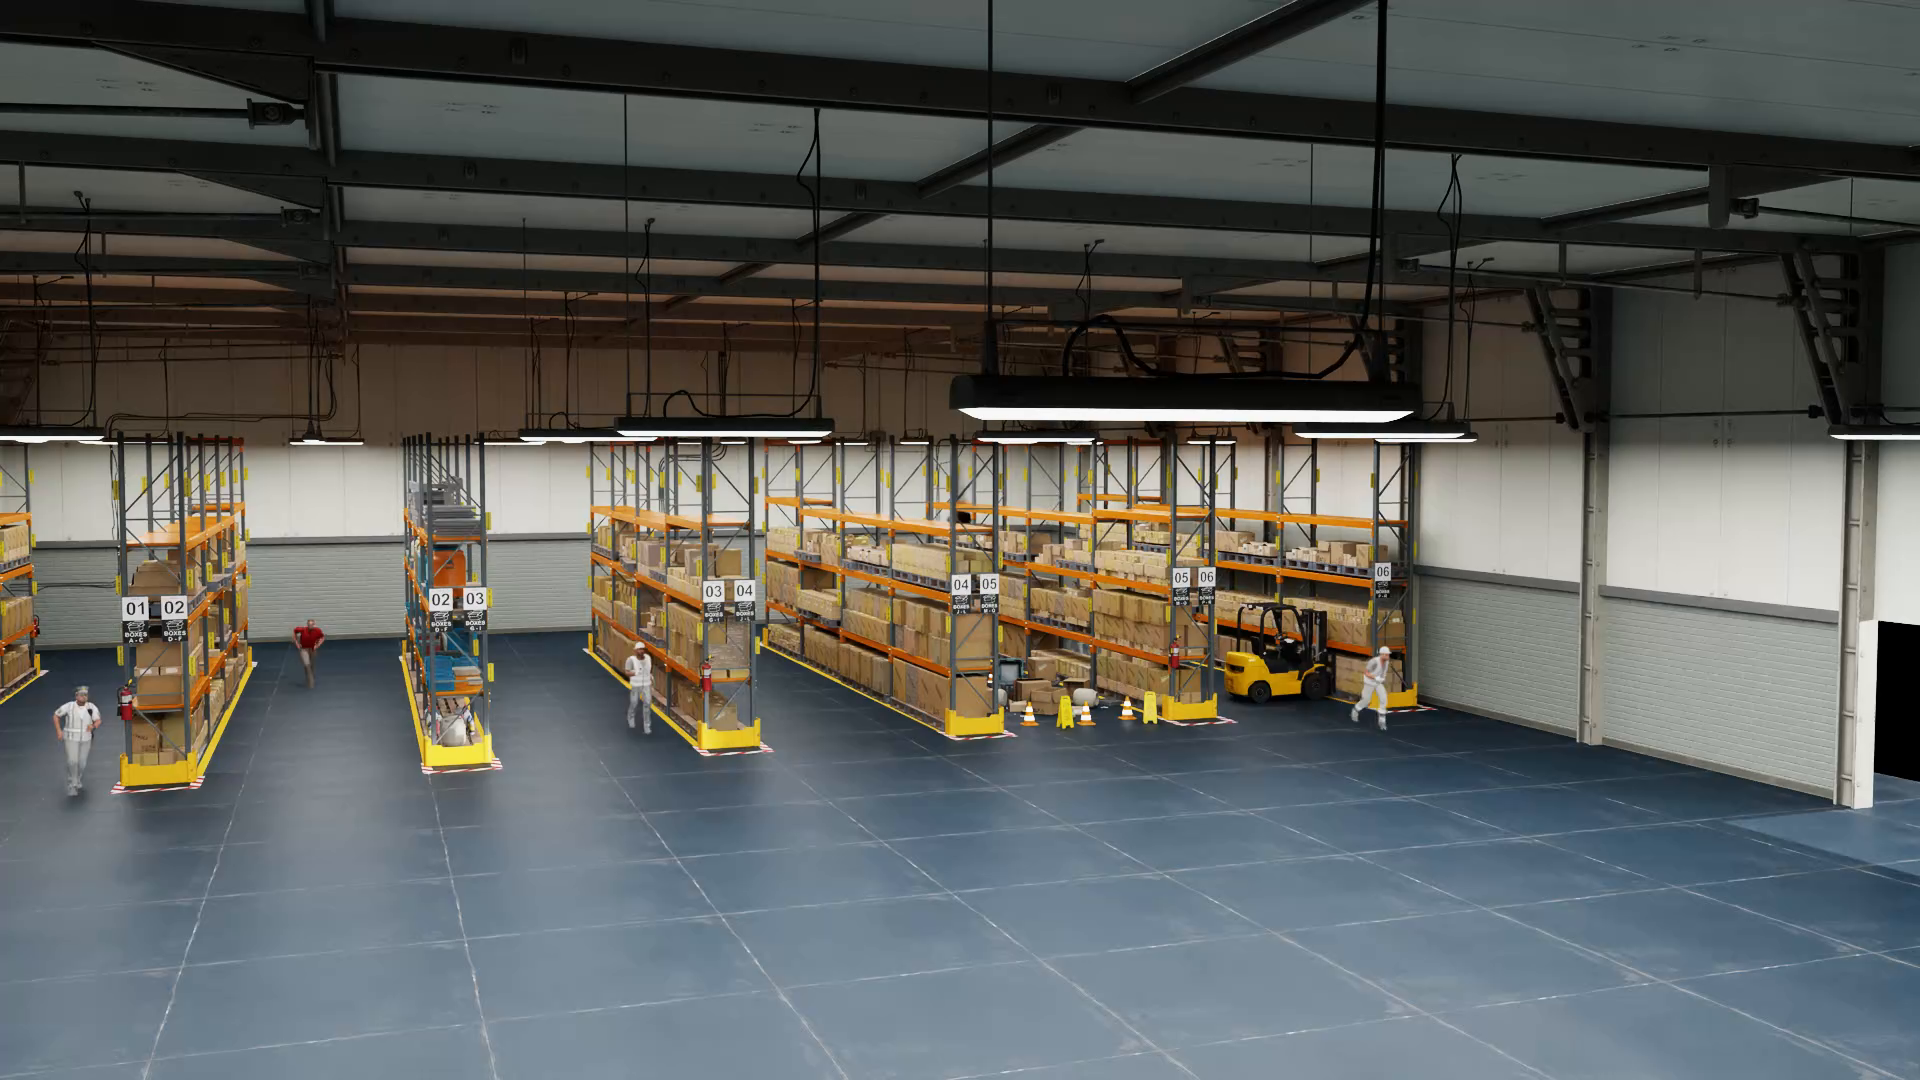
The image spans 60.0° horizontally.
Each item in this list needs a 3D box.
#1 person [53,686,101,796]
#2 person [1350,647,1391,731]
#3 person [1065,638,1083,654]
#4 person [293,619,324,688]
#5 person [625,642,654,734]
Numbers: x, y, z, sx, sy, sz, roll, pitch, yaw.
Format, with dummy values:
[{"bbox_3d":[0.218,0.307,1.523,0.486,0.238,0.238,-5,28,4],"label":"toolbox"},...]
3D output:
[{"bbox_3d":[-14.657,3.343,27.661,0.675,1.847,0.741,-3,4,-44],"label":"person"},{"bbox_3d":[8.423,3.009,34.049,0.704,1.731,1.055,-2,4,-35],"label":"person"},{"bbox_3d":[3.099,2.401,45.257,0.616,1.743,0.751,-1,3,-20],"label":"person"},{"bbox_3d":[-15.670,2.714,39.988,0.705,1.696,1.008,-2,4,-28],"label":"person"},{"bbox_3d":[-6.449,2.950,33.465,0.672,1.812,0.929,-2,4,-28],"label":"person"}]
